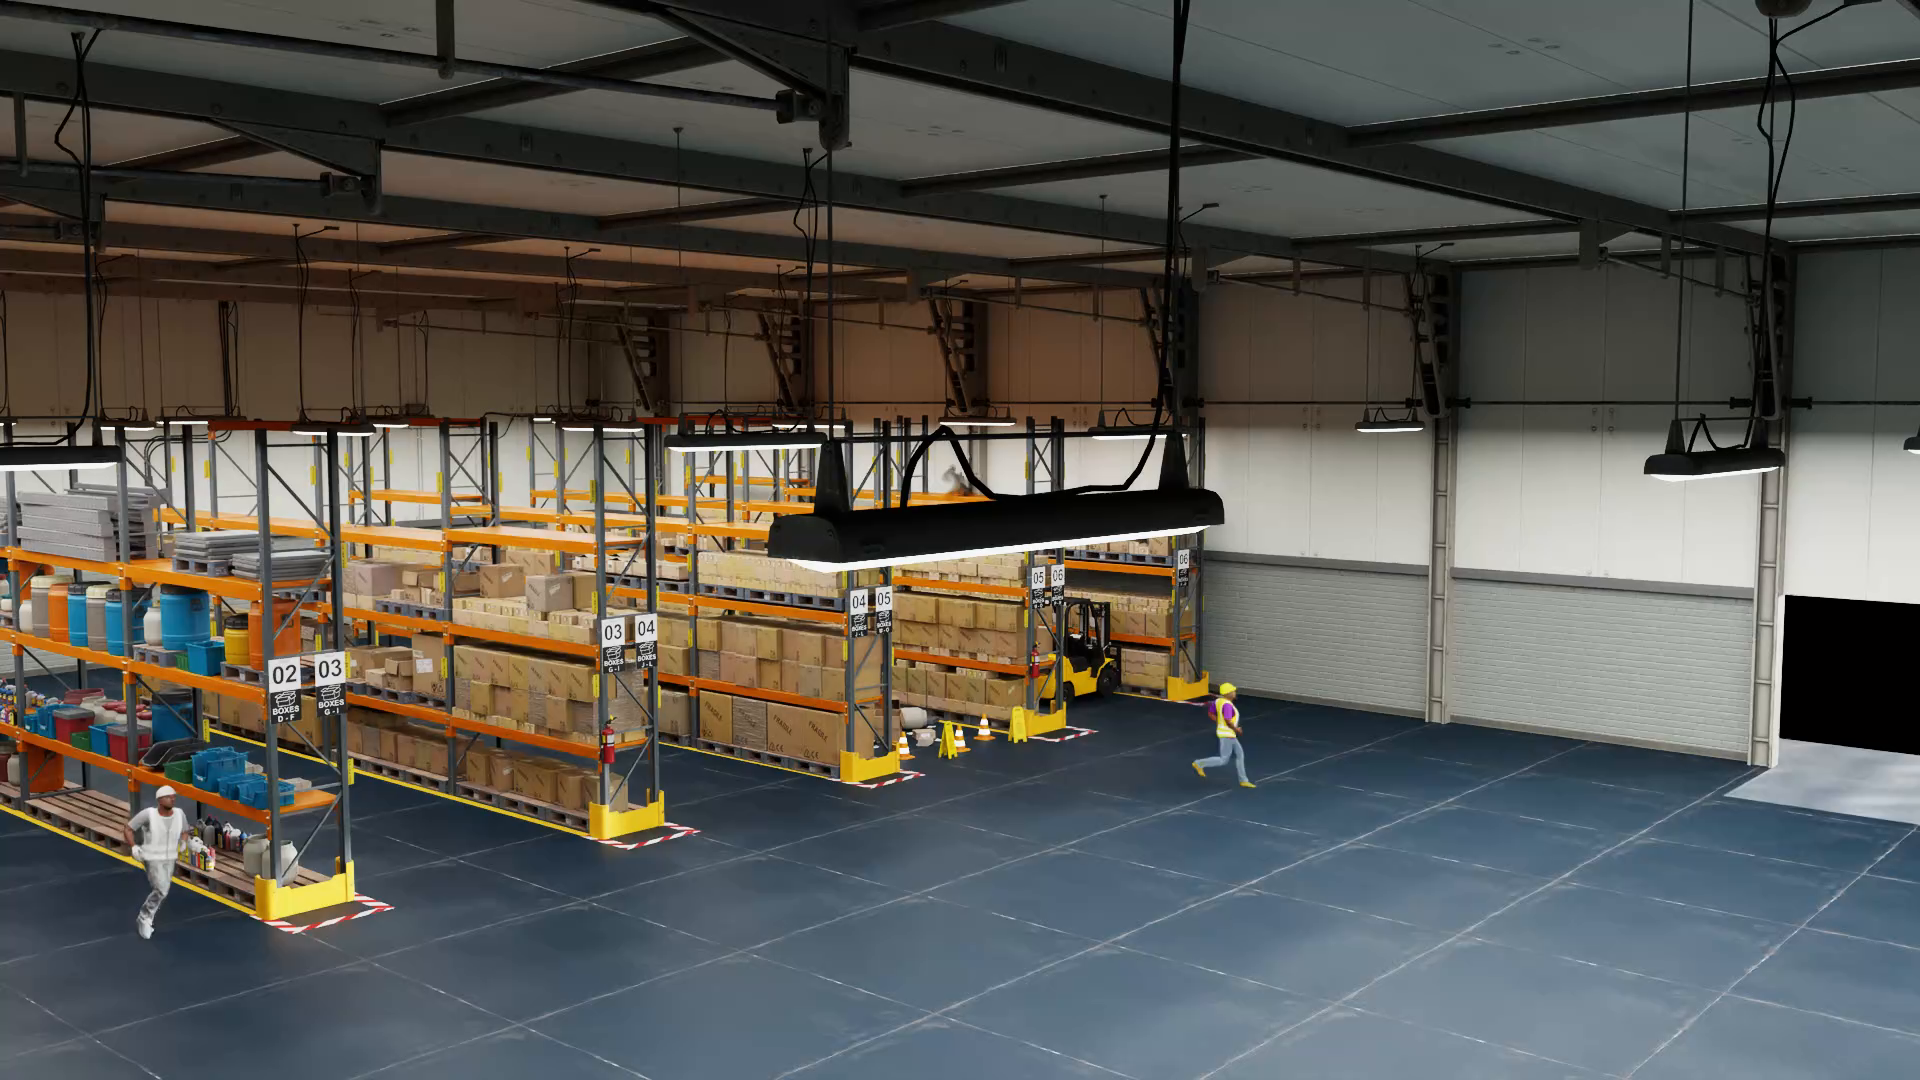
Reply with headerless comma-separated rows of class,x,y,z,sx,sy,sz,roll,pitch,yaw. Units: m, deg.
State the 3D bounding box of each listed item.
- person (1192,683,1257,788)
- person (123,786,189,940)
person,4.341,3.220,27.211,1.087,1.756,0.672,0,5,1
person,-9.505,3.820,19.831,0.644,1.751,0.689,3,5,30
